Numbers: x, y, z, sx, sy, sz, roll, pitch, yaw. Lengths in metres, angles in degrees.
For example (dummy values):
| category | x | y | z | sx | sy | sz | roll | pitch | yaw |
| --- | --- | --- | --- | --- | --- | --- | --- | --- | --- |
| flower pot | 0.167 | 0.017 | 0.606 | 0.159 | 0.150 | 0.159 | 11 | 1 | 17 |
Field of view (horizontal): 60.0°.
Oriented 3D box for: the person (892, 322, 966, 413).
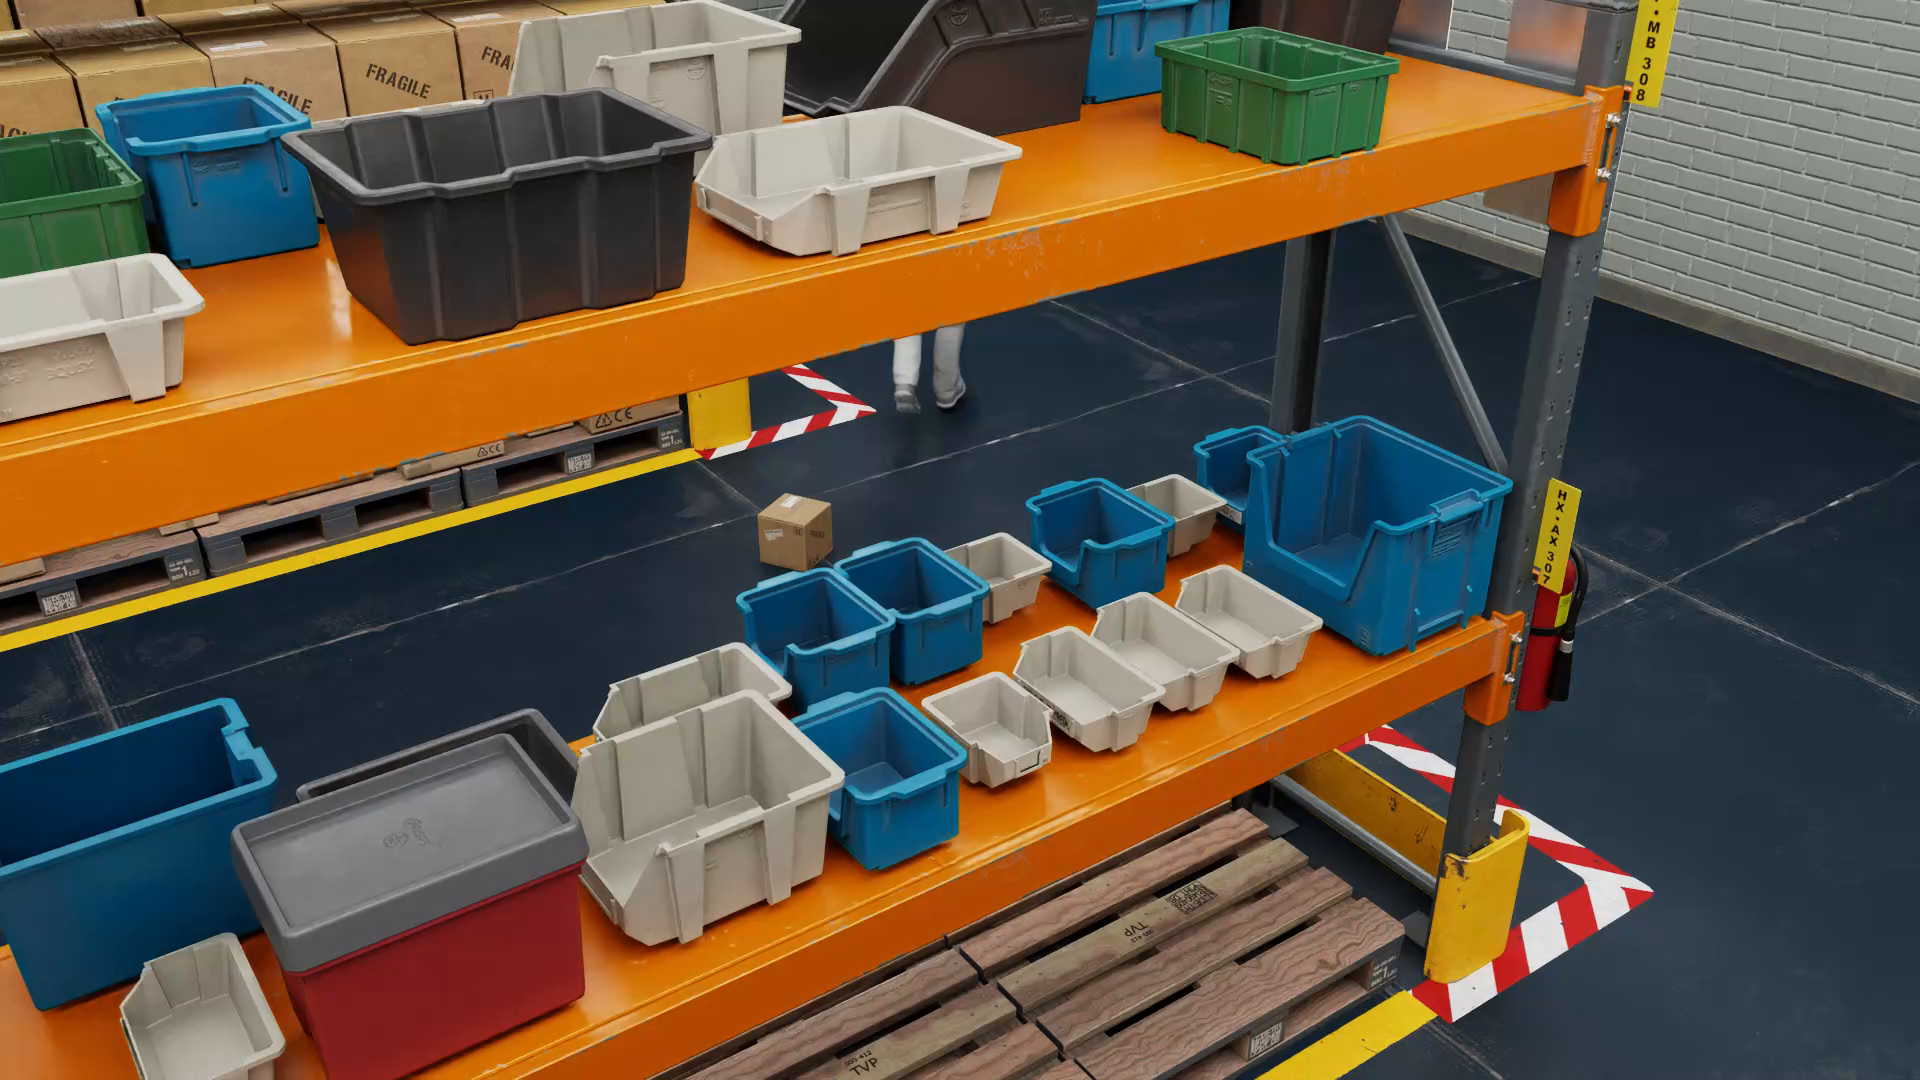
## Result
| category | x | y | z | sx | sy | sz | roll | pitch | yaw |
| --- | --- | --- | --- | --- | --- | --- | --- | --- | --- |
| person | -0.169 | -1.505 | 8.854 | 0.552 | 1.760 | 0.596 | 5 | 29 | 9 |
